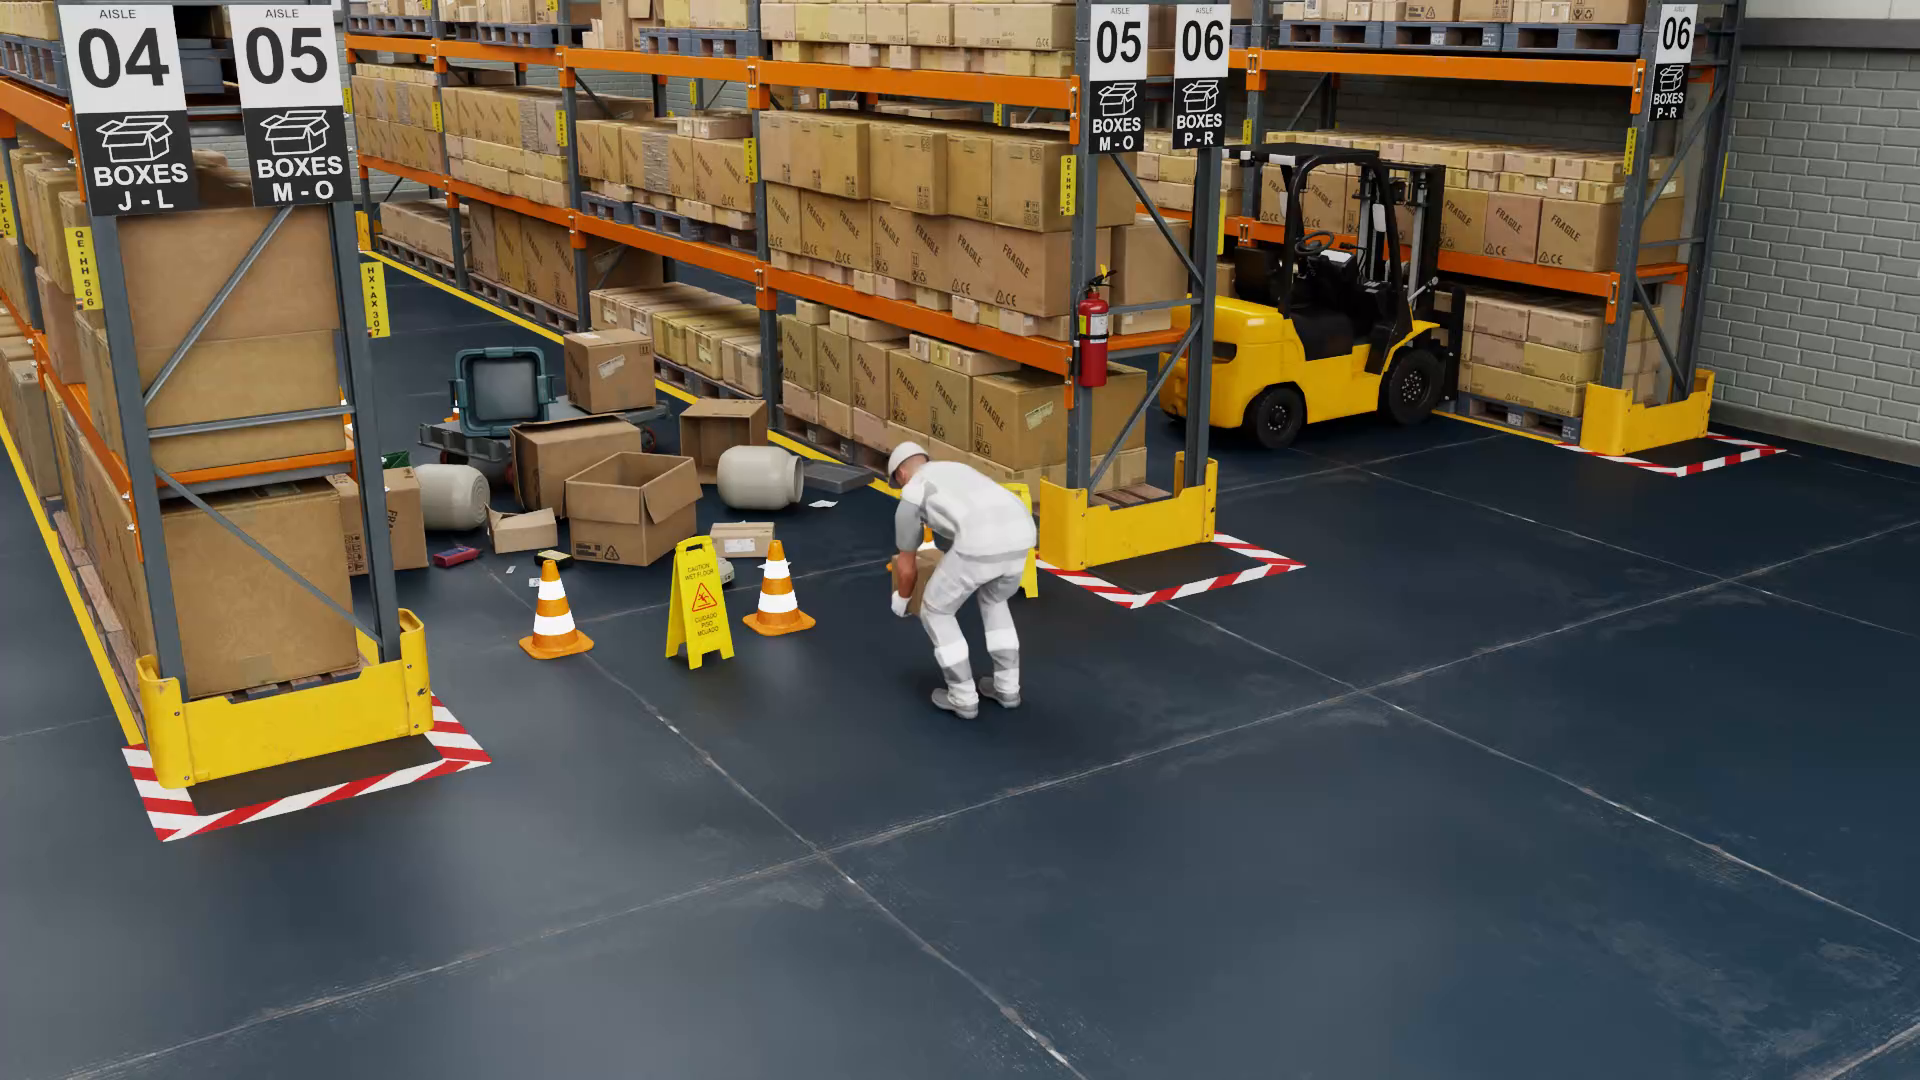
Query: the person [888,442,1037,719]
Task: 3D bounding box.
[{"bbox_3d":[-0.030,0.175,7.956,0.517,1.180,0.944,-13,22,-34],"label":"person"}]
